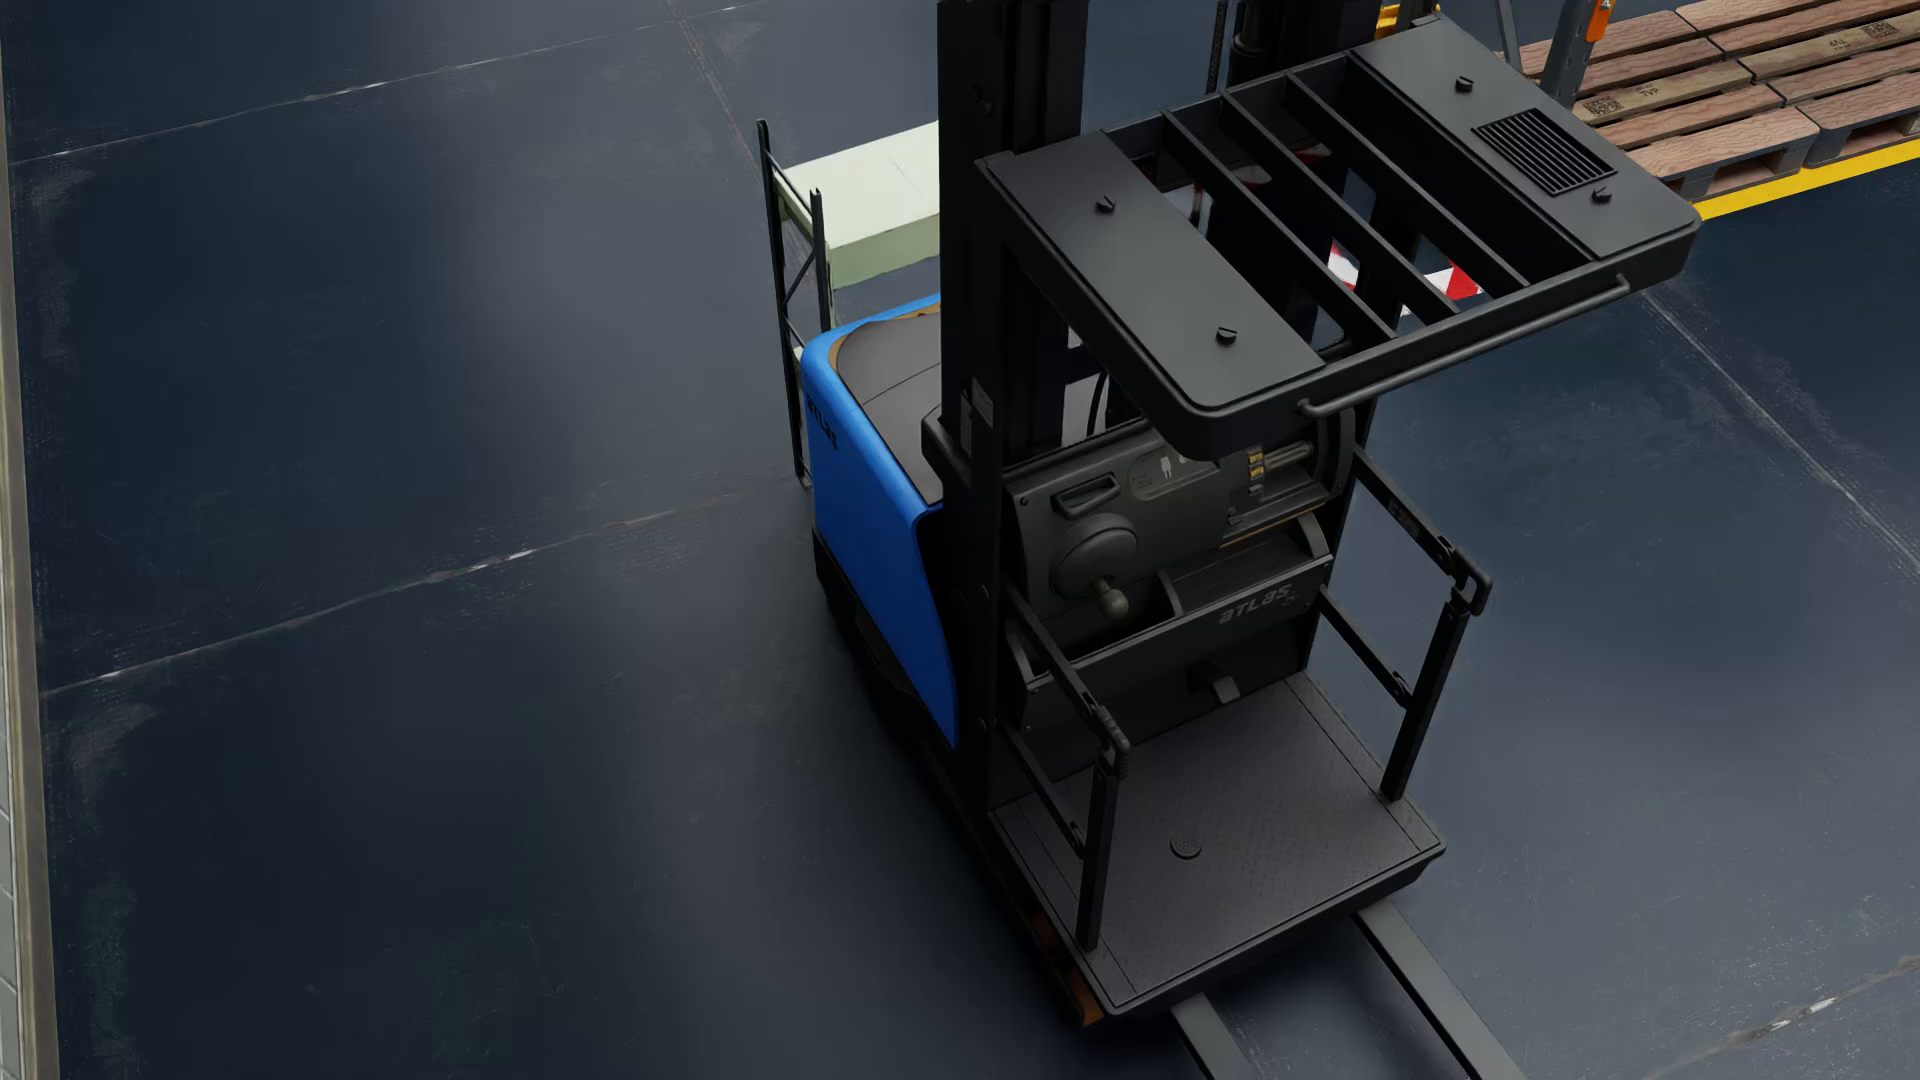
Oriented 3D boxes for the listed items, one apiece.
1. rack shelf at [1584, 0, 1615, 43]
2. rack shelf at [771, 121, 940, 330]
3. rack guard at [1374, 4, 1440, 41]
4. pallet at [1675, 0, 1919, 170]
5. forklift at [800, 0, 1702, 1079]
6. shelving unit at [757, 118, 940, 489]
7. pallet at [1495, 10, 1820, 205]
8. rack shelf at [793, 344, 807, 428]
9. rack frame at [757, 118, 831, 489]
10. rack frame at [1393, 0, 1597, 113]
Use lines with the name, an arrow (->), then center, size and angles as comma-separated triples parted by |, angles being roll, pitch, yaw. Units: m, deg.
rack shelf -> 3.929, -2.857, 6.701 | 4.000, 0.370, 1.077 | -17, 52, -14
rack shelf -> -0.163, -0.984, 5.092 | 0.720, 0.370, 0.431 | -22, 53, -18
rack guard -> 2.060, -1.687, 6.870 | 0.348, 0.500, 1.175 | -17, 52, -14
pallet -> 3.983, -2.166, 7.471 | 1.213, 0.211, 1.003 | -17, 52, -14
forklift -> 0.646, -0.015, 3.831 | 1.130, 2.935, 3.031 | -22, 53, -18
shelving unit -> -0.163, -0.730, 5.388 | 0.755, 1.500, 0.431 | -22, 53, -18
pallet -> 2.856, -1.819, 7.173 | 1.213, 0.211, 1.003 | -17, 52, -14
rack shelf -> -0.163, -0.517, 5.635 | 0.720, 0.370, 0.431 | -22, 53, -18
rack frame -> -0.486, -0.599, 5.276 | 0.023, 1.500, 0.400 | -22, 53, -18
rack frame -> 2.078, -2.518, 5.935 | 0.127, 3.000, 1.000 | -17, 52, -14
